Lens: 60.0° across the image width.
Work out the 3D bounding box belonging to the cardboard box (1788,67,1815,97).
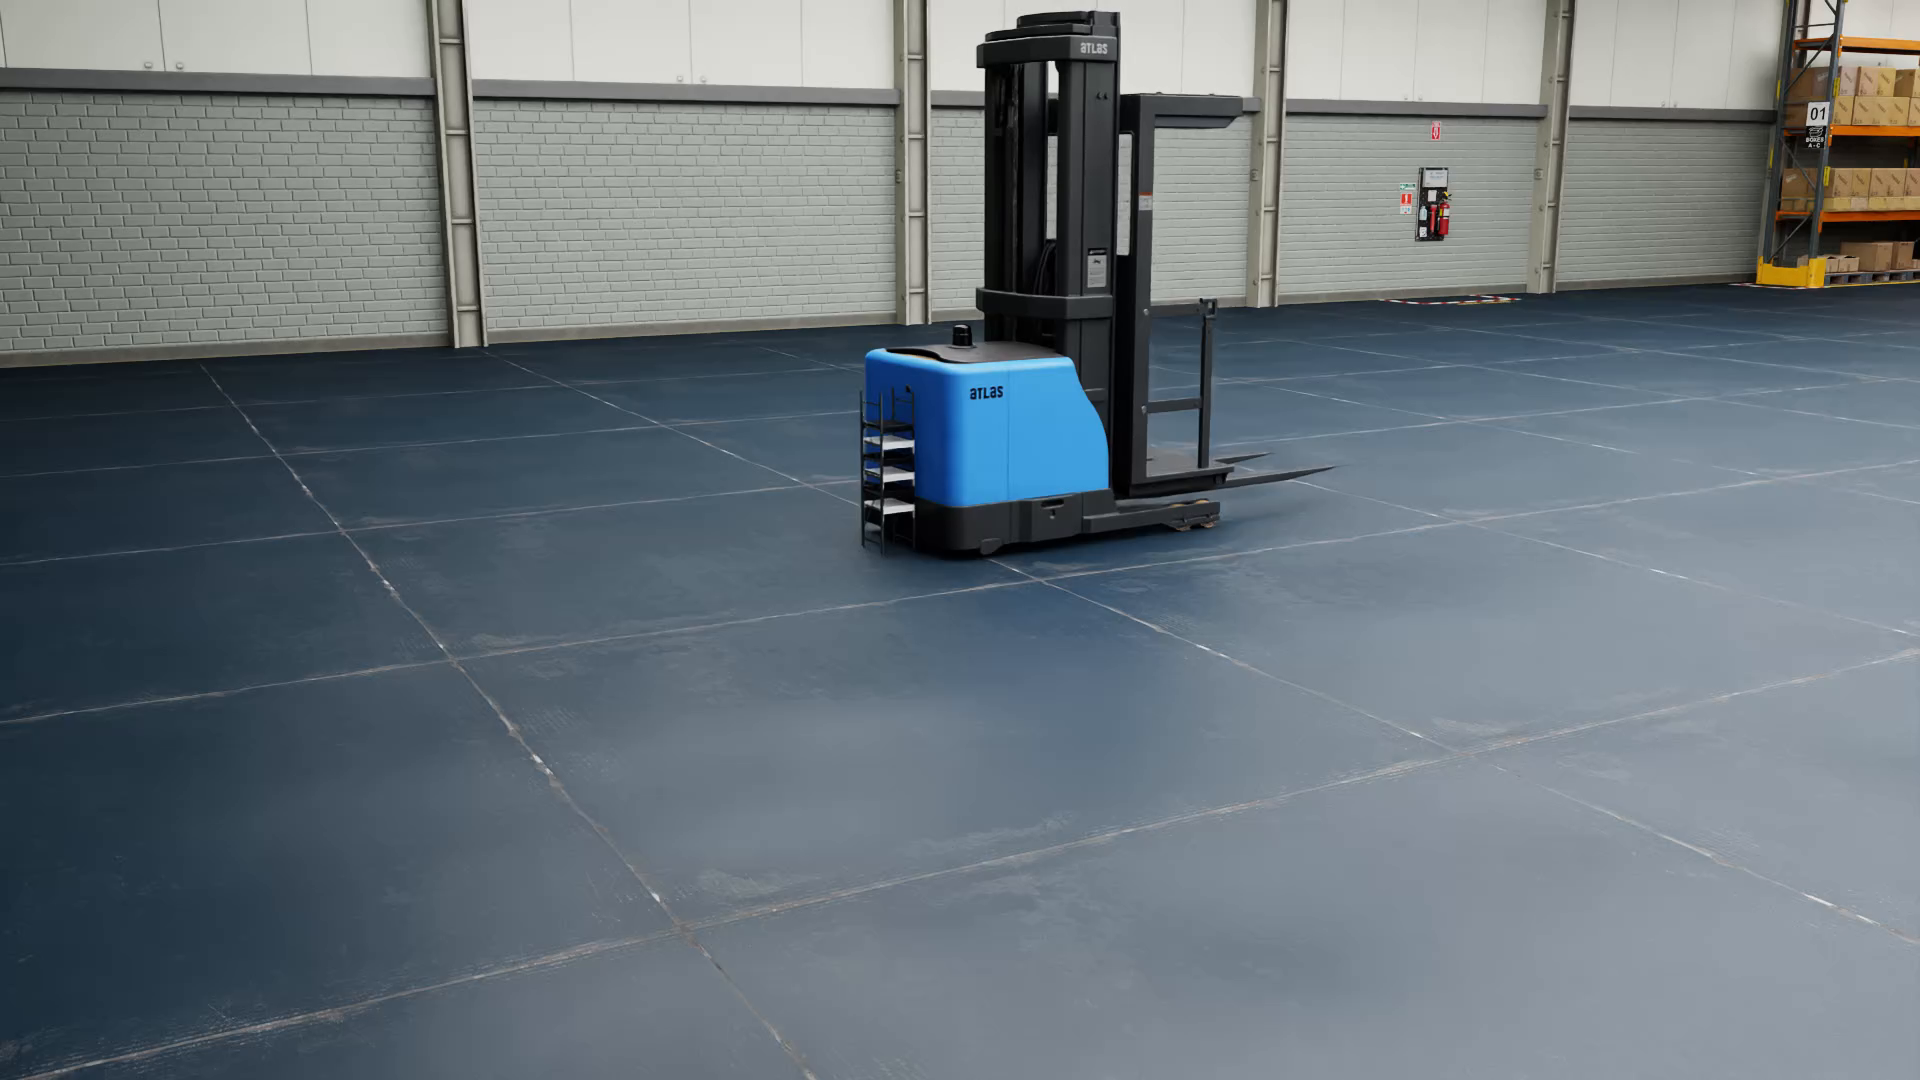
[{"bbox_3d":[15.220,-8.184,29.760,0.500,0.500,0.500,-6,14,-25],"label":"cardboard box"}]

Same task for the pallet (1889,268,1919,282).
[{"bbox_3d":[17.905,-5.061,31.618,1.213,0.211,1.003,-7,14,-28],"label":"pallet"}]

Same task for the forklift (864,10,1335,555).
[{"bbox_3d":[0.957,-1.569,9.905,3.031,2.935,1.130,-8,15,-31],"label":"forklift"}]

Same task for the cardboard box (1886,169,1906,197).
[{"bbox_3d":[16.872,-6.533,30.395,0.500,0.500,0.500,-6,14,-26],"label":"cardboard box"}]

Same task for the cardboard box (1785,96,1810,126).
[{"bbox_3d":[15.212,-7.693,29.856,0.500,0.500,0.500,-6,14,-24],"label":"cardboard box"}]

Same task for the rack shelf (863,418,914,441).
[{"bbox_3d":[-0.403,-0.613,9.206,0.200,0.077,0.258,-8,15,-31],"label":"rack shelf"}]

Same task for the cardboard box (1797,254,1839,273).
[{"bbox_3d":[15.617,-5.037,30.280,0.500,0.311,0.500,-9,15,-34],"label":"cardboard box"}]

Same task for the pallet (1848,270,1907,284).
[{"bbox_3d":[16.833,-4.932,31.044,1.213,0.211,1.003,-7,14,-28],"label":"pallet"}]

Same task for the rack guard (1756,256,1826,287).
[{"bbox_3d":[15.033,-4.867,30.097,0.348,0.500,1.175,-7,14,-28],"label":"rack guard"}]

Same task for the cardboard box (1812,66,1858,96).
[{"bbox_3d":[15.421,-8.082,29.307,0.500,0.500,0.500,-8,15,-32],"label":"cardboard box"}]

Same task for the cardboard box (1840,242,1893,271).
[{"bbox_3d":[16.785,-5.257,30.826,0.500,0.500,0.700,-8,15,-31],"label":"cardboard box"}]

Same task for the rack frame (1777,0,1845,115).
[{"bbox_3d":[14.967,-9.005,29.128,0.127,3.000,1.000,-7,14,-28],"label":"rack frame"}]

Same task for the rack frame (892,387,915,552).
[{"bbox_3d":[-0.317,-0.394,9.311,0.006,0.900,0.240,-8,15,-31],"label":"rack frame"}]

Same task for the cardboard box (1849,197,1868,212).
[{"bbox_3d":[15.996,-6.063,30.012,0.500,0.250,0.500,-7,15,-30],"label":"cardboard box"}]

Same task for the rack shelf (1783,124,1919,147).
[{"bbox_3d":[16.722,-7.401,30.471,4.000,0.370,1.077,-7,14,-28],"label":"rack shelf"}]

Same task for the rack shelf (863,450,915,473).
[{"bbox_3d":[-0.403,-0.437,9.245,0.200,0.077,0.258,-8,15,-31],"label":"rack shelf"}]

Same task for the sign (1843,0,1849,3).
[{"bbox_3d":[15.226,-9.395,28.552,0.005,0.325,0.100,-7,14,-28],"label":"sign"}]

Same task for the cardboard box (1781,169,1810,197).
[{"bbox_3d":[15.278,-6.471,30.121,0.500,0.500,0.500,-7,14,-28],"label":"cardboard box"}]

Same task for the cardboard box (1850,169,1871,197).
[{"bbox_3d":[15.968,-6.423,29.907,0.500,0.500,0.500,-7,14,-28],"label":"cardboard box"}]

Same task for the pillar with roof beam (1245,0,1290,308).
[{"bbox_3d":[6.696,-7.154,20.900,0.400,9.000,9.100,-7,14,-28],"label":"pillar with roof beam"}]

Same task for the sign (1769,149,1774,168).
[{"bbox_3d":[14.718,-6.907,30.109,0.005,0.325,0.100,-7,14,-28],"label":"sign"}]

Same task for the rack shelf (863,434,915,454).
[{"bbox_3d":[-0.403,-0.525,9.225,0.200,0.077,0.258,-8,15,-31],"label":"rack shelf"}]

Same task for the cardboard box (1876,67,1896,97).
[{"bbox_3d":[16.330,-8.181,29.747,0.500,0.500,0.500,-6,14,-26],"label":"cardboard box"}]

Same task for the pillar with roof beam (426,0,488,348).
[{"bbox_3d":[-3.836,-5.891,15.291,0.400,9.000,9.100,-7,14,-28],"label":"pillar with roof beam"}]

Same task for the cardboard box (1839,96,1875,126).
[{"bbox_3d":[15.868,-7.637,29.607,0.500,0.500,0.500,-6,14,-24],"label":"cardboard box"}]

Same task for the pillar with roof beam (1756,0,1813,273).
[{"bbox_3d":[17.229,-8.416,26.509,0.400,9.000,9.100,-7,14,-28],"label":"pillar with roof beam"}]

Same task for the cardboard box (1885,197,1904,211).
[{"bbox_3d":[16.891,-6.168,30.480,0.500,0.250,0.500,-7,14,-27],"label":"cardboard box"}]

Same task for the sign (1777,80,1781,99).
[{"bbox_3d":[14.718,-8.083,29.845,0.005,0.325,0.100,-7,14,-28],"label":"sign"}]

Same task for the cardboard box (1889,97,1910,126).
[{"bbox_3d":[16.782,-7.753,30.122,0.500,0.500,0.500,-6,14,-24],"label":"cardboard box"}]

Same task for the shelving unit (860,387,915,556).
[{"bbox_3d":[-0.403,-0.382,9.258,0.210,0.900,0.258,-8,15,-31],"label":"shelving unit"}]

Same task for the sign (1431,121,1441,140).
[{"bbox_3d":[7.658,-6.584,26.754,0.199,0.298,0.001,-7,14,-28],"label":"sign"}]

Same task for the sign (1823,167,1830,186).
[{"bbox_3d":[15.227,-6.396,29.227,0.005,0.325,0.100,-7,14,-28],"label":"sign"}]

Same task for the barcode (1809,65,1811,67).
[{"bbox_3d":[15.350,-8.542,30.031,0.075,0.075,0.001,-7,14,-28],"label":"barcode"}]

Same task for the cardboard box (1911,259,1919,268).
[{"bbox_3d":[18.022,-5.270,31.643,0.250,0.166,0.380,-9,16,-35],"label":"cardboard box"}]
